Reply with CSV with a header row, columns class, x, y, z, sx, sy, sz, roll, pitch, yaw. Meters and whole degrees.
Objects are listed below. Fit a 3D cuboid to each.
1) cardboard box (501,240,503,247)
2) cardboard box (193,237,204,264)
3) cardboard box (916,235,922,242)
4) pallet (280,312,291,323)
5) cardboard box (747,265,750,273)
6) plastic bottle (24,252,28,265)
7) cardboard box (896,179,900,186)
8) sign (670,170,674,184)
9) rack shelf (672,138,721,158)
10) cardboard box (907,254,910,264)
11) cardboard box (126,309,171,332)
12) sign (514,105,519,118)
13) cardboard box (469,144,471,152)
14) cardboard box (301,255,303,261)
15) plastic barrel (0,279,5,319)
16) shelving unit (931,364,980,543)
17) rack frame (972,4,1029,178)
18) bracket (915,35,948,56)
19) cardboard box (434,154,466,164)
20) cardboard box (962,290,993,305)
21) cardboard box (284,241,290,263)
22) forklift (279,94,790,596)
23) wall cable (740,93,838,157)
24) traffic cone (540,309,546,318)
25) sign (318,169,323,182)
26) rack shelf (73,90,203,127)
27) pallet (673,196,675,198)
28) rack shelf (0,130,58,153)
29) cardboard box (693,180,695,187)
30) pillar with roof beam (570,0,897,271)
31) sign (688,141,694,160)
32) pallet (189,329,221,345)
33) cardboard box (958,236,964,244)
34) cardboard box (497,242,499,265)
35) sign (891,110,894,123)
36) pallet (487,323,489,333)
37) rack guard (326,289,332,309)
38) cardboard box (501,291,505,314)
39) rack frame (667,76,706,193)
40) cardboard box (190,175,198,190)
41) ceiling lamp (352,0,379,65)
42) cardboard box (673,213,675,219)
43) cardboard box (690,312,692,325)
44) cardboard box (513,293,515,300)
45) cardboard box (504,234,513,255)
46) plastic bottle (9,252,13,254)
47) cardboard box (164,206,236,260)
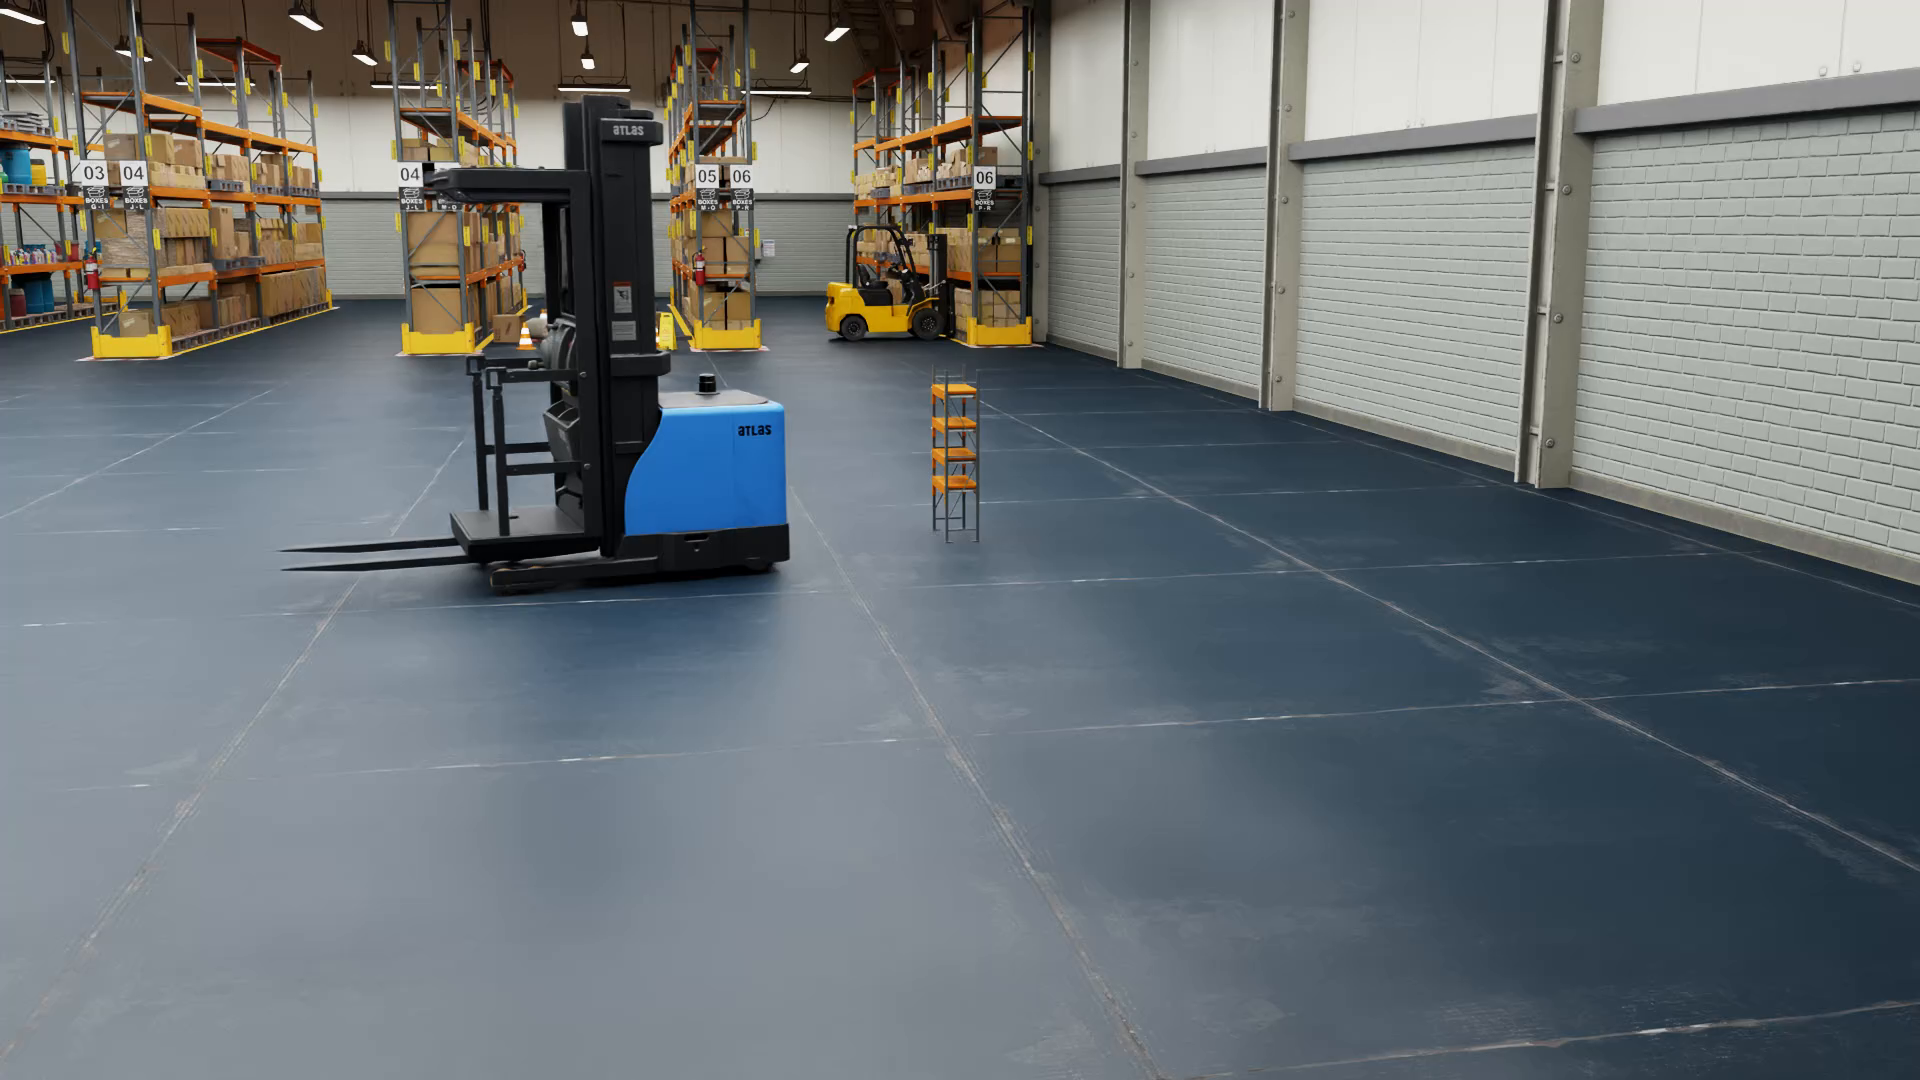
class,x,y,z,sx,sy,sz,roll,pitch,yaw
cardboard box,-10.890,-6.931,38.841,0.380,0.149,0.250,-2,11,-13
cardboard box,-14.618,-5.393,30.944,0.875,0.500,0.500,-2,11,-11
cardboard box,-0.745,-6.525,35.955,0.380,0.149,0.250,-2,11,-13
pallet,-15.736,-5.017,37.489,1.003,0.211,1.213,-2,11,-11
cardboard box,-4.044,-4.953,30.368,0.380,0.149,0.250,-2,11,-13
plastic bottle,-20.269,-6.098,36.056,0.097,0.271,0.097,0,11,0
cardboard box,-1.288,-8.351,38.861,0.380,0.149,0.250,-2,11,-11
sign,-7.024,-8.856,40.585,0.100,0.325,0.005,-2,11,-11
rack shelf,-6.091,-9.140,38.646,1.077,0.370,4.000,-2,11,-11
cardboard box,-0.895,-6.301,37.181,0.500,0.250,0.500,-2,11,-12
cardboard box,-14.122,-3.751,28.941,0.500,0.500,0.500,1,11,4
sign,-11.546,-11.145,43.264,0.100,0.325,0.005,-2,11,-11
cardboard box,-9.081,-7.107,30.142,0.380,0.149,0.250,-2,11,-10
cardboard box,-16.035,-6.789,40.015,0.380,0.149,0.250,-2,11,-9
plastic barrel,-20.393,-5.065,34.967,0.600,0.830,0.708,-2,11,-11
shelving unit,-0.032,-0.620,11.744,0.258,1.200,0.503,-2,11,-11
rack frame,0.722,-8.037,29.857,1.000,3.000,0.127,-2,11,-11
bracket,-0.626,-11.602,38.960,0.076,0.066,4.783,-2,11,-11
cardboard box,-8.924,-6.703,29.083,0.500,0.250,0.500,-2,11,-12
cardboard box,0.326,-4.510,30.926,0.500,0.250,0.500,-2,11,-9
cardboard box,-15.753,-6.632,38.250,0.500,0.500,0.500,-2,11,-9
forklift,-2.660,-1.218,10.255,3.031,2.935,1.130,-4,12,-22
wall cable,-5.163,-11.963,50.383,2.988,3.039,0.133,-2,11,-11
traffic cone,-8.540,-4.499,34.095,0.336,0.463,0.334,-2,11,-11
sign,-16.444,-9.370,42.725,0.100,0.325,0.005,-2,11,-11
rack shelf,-14.256,-7.508,29.006,1.077,0.370,4.000,-2,11,-11
pallet,-6.863,-8.914,42.720,1.003,0.211,1.213,-2,11,-11
rack shelf,-20.670,-8.600,35.806,1.077,0.370,4.000,-2,11,-11
cardboard box,-4.571,-6.359,29.733,0.380,0.149,0.250,-2,11,-11
pillar with roof beam,-6.253,-11.343,47.222,9.100,9.000,0.548,-2,11,-11
sign,-4.695,-6.801,29.016,0.100,0.325,0.005,-2,11,-11
pallet,-14.480,-3.791,31.047,1.003,0.211,1.213,-2,11,-11
cardboard box,0.175,-5.700,31.620,0.380,0.149,0.250,-2,11,-13
cardboard box,-10.187,-6.154,35.739,0.500,0.500,0.500,-2,11,-11
sign,-1.842,-11.525,45.259,0.100,0.325,0.005,-2,11,-11
pallet,-9.984,-4.213,33.267,1.003,0.211,1.213,-2,11,-11
rack guard,-16.984,-6.260,43.247,1.175,0.500,0.348,-2,11,-11
cardboard box,-10.426,-5.295,37.056,0.500,0.500,0.500,-3,11,-13
rack frame,-7.258,-10.791,44.323,1.000,3.000,0.127,-2,11,-11
cardboard box,-14.209,-6.512,30.266,0.500,0.250,0.500,-2,11,-10
ceiling lamp,-13.335,-12.511,37.751,0.800,3.185,2.000,-2,11,-11
cardboard box,-7.200,-8.341,42.823,0.380,0.149,0.250,-2,11,-12
cardboard box,-5.074,-4.380,32.918,0.500,0.250,0.500,-3,11,-14
cardboard box,-11.073,-5.941,40.596,0.380,0.149,0.250,-2,11,-8
cardboard box,-11.165,-7.207,40.474,0.500,0.500,0.500,-2,11,-12
plastic bottle,-21.014,-6.245,36.819,0.152,0.276,0.135,-2,11,-11
cardboard box,-14.662,-5.934,32.124,1.000,1.000,1.000,-2,11,-11
